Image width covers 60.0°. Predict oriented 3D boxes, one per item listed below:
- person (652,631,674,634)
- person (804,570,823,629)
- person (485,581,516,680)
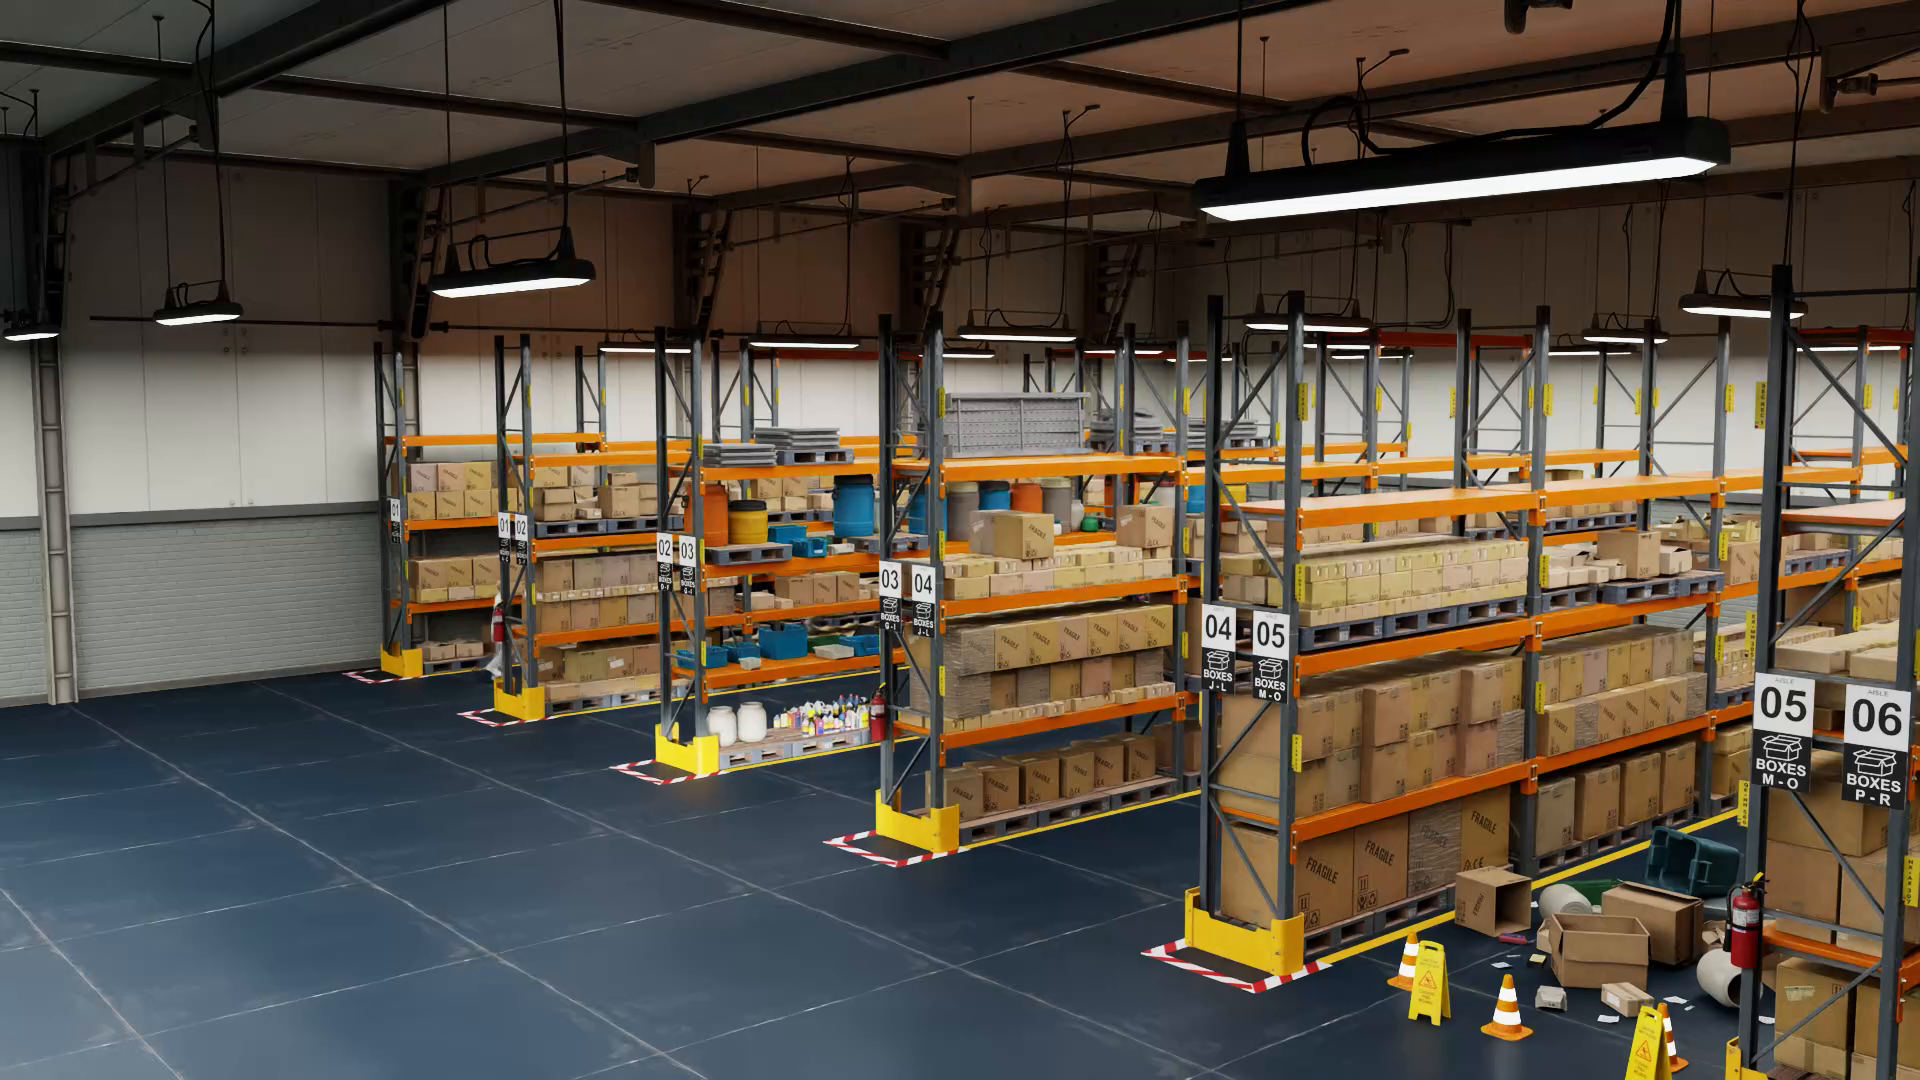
[{"bbox_3d":[-5.594,1.432,31.471,0.636,1.726,1.037,3,6,29],"label":"person"},{"bbox_3d":[-2.847,1.385,33.016,0.701,1.562,0.520,-3,6,-32],"label":"person"},{"bbox_3d":[-8.175,1.592,29.500,0.572,1.770,0.627,-3,6,-30],"label":"person"}]
